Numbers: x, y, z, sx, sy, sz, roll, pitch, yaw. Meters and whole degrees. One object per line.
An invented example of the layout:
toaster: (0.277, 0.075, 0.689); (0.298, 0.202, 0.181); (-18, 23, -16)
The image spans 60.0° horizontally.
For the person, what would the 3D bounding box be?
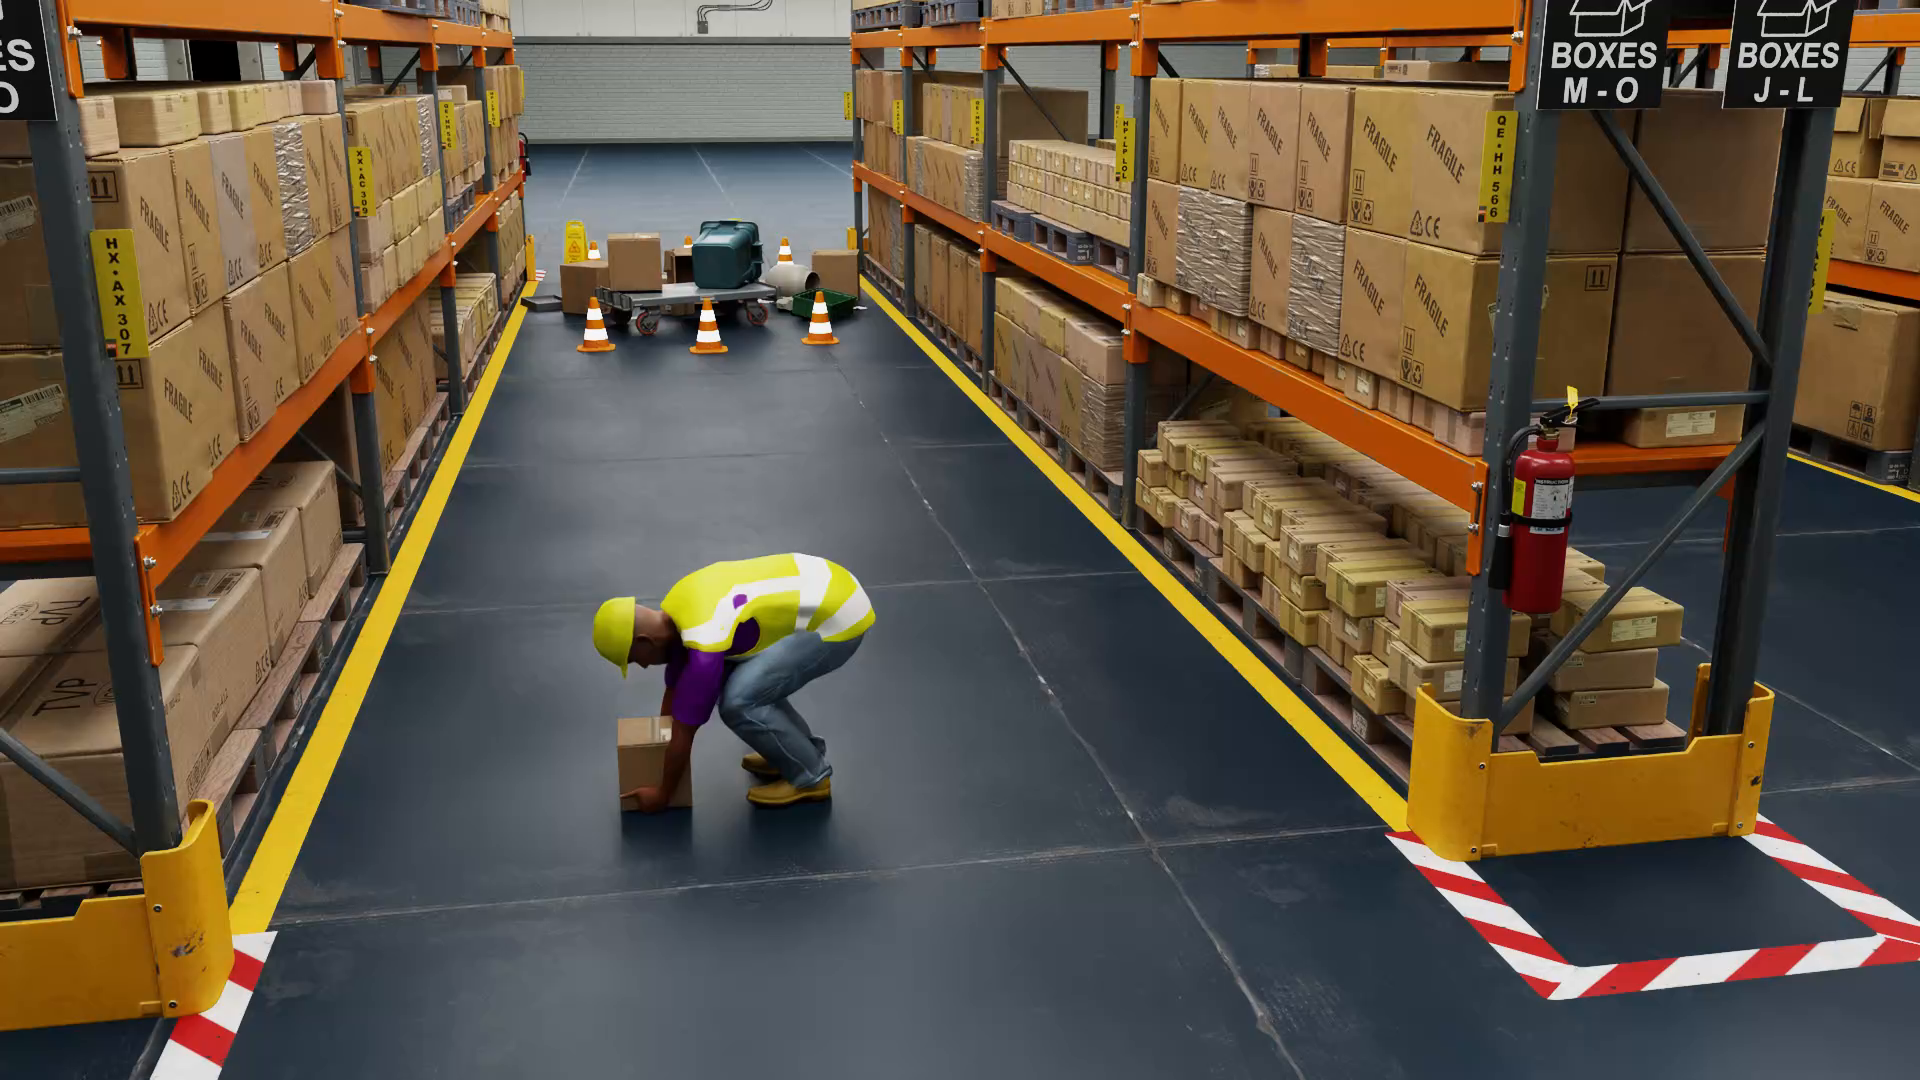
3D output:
person: (-0.793, 0.503, 5.920); (0.980, 0.874, 0.513); (-4, 17, -12)
